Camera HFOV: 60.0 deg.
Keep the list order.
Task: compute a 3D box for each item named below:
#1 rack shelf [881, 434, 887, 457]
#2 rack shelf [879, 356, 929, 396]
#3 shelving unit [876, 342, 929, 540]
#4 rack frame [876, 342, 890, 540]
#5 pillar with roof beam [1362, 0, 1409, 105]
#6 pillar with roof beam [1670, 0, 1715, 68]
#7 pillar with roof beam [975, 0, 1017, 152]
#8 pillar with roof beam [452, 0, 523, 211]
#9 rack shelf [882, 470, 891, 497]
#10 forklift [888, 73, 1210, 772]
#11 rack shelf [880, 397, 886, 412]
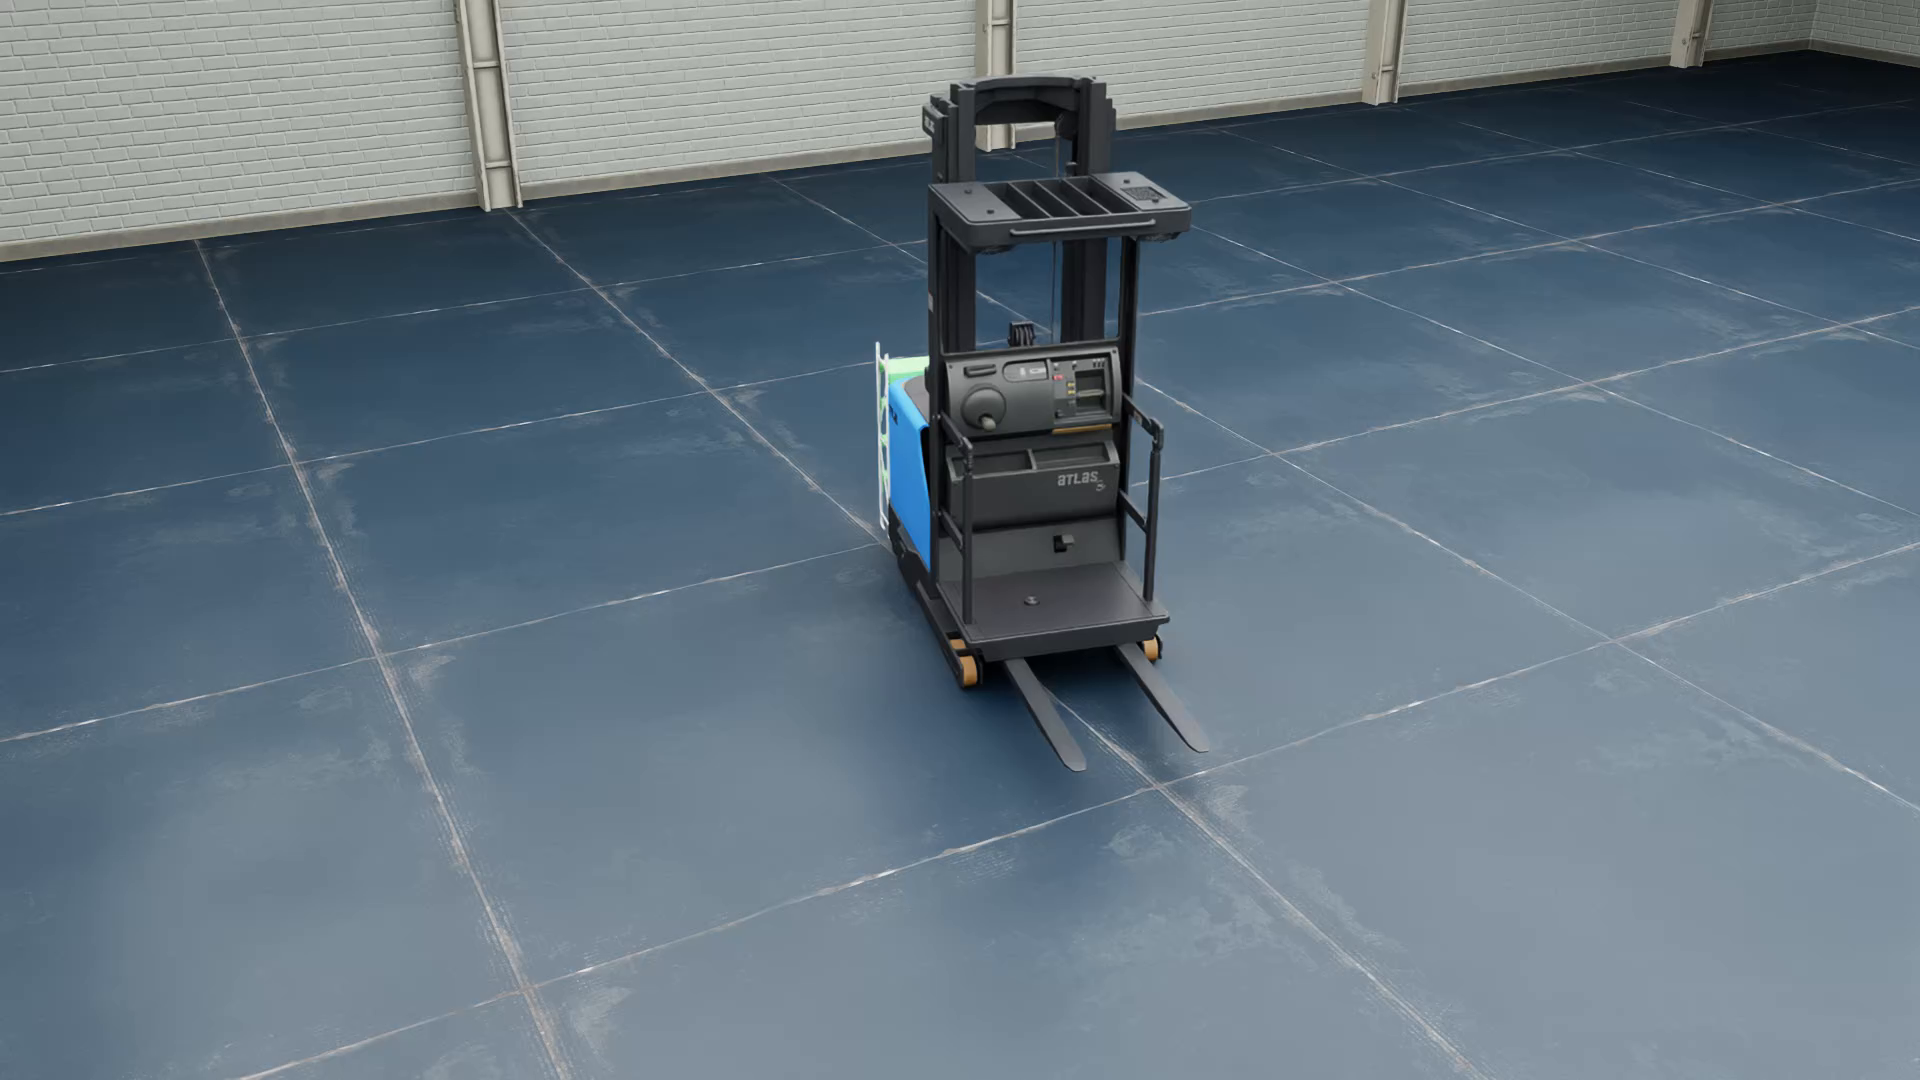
[{"bbox_3d":[-0.228,-0.565,10.189,0.480,0.148,0.258,-7,27,-15],"label":"rack shelf"},{"bbox_3d":[-0.228,-0.998,9.981,0.480,0.148,0.258,-7,27,-15],"label":"rack shelf"},{"bbox_3d":[-0.228,-0.623,10.161,0.503,1.200,0.258,-7,27,-15],"label":"shelving unit"},{"bbox_3d":[-0.462,-0.593,10.098,0.015,1.200,0.240,-7,27,-15],"label":"rack frame"},{"bbox_3d":[7.746,-8.397,17.342,0.400,9.000,9.100,-13,29,-25],"label":"pillar with roof beam"},{"bbox_3d":[13.040,-9.619,19.887,0.400,9.000,9.100,-13,29,-25],"label":"pillar with roof beam"},{"bbox_3d":[2.452,-7.175,14.797,0.400,9.000,9.100,-13,29,-25],"label":"pillar with roof beam"},{"bbox_3d":[-2.842,-5.953,12.251,0.400,9.000,9.100,-13,29,-25],"label":"pillar with roof beam"},{"bbox_3d":[-0.228,-0.349,10.293,0.480,0.148,0.258,-7,27,-15],"label":"rack shelf"},{"bbox_3d":[0.443,-0.740,8.404,1.130,2.935,3.031,-7,26,-14],"label":"forklift"},{"bbox_3d":[-0.228,-0.782,10.085,0.480,0.148,0.258,-7,27,-15],"label":"rack shelf"}]
